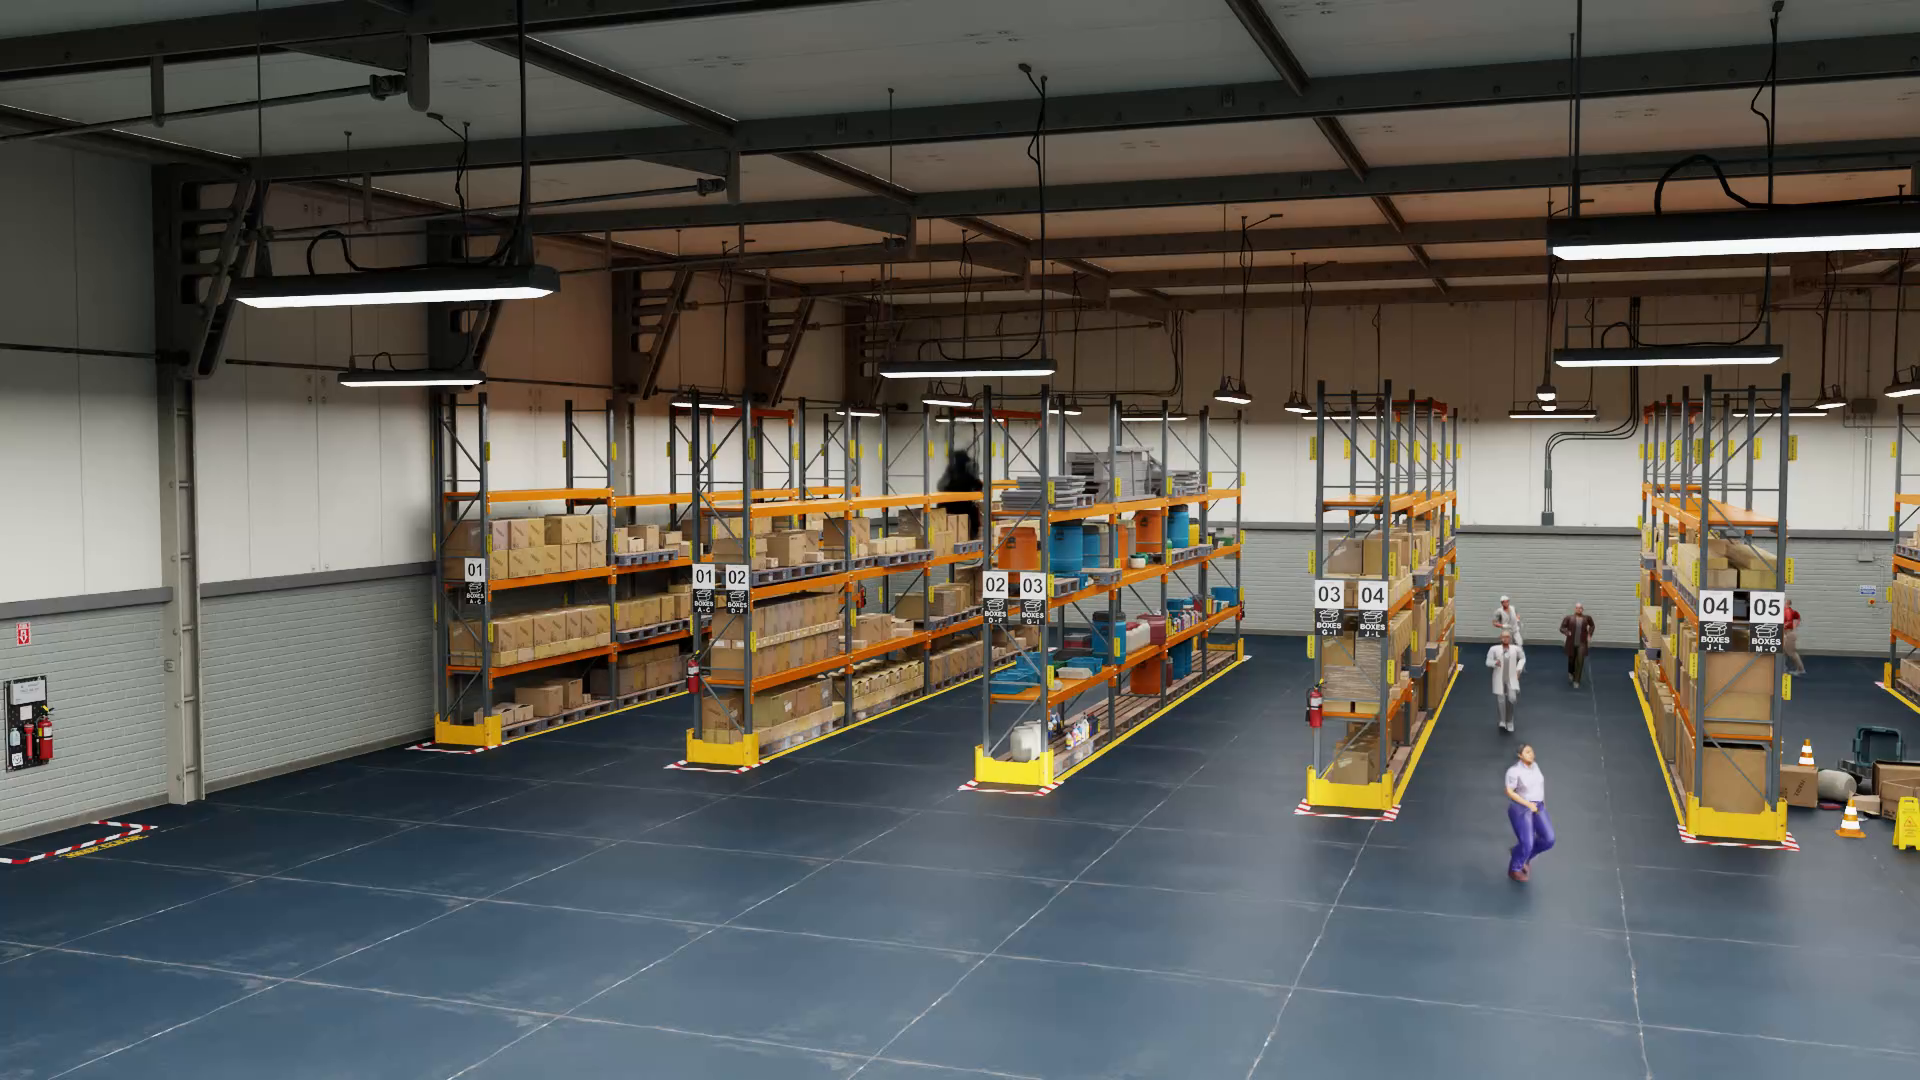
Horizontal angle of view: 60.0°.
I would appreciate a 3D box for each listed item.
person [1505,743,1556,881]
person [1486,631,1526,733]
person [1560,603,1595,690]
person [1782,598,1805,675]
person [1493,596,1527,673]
[{"bbox_3d":[6.640,3.170,19.378,0.617,1.609,0.527,-2,3,-29],"label":"person"},{"bbox_3d":[9.758,2.524,29.731,0.688,1.779,0.728,1,3,16],"label":"person"},{"bbox_3d":[13.132,2.235,35.375,0.717,1.795,1.028,1,3,18],"label":"person"},{"bbox_3d":[18.390,2.200,36.980,0.774,1.804,0.624,1,3,22],"label":"person"},{"bbox_3d":[12.507,2.129,37.981,0.713,1.740,0.835,0,3,-5],"label":"person"}]
